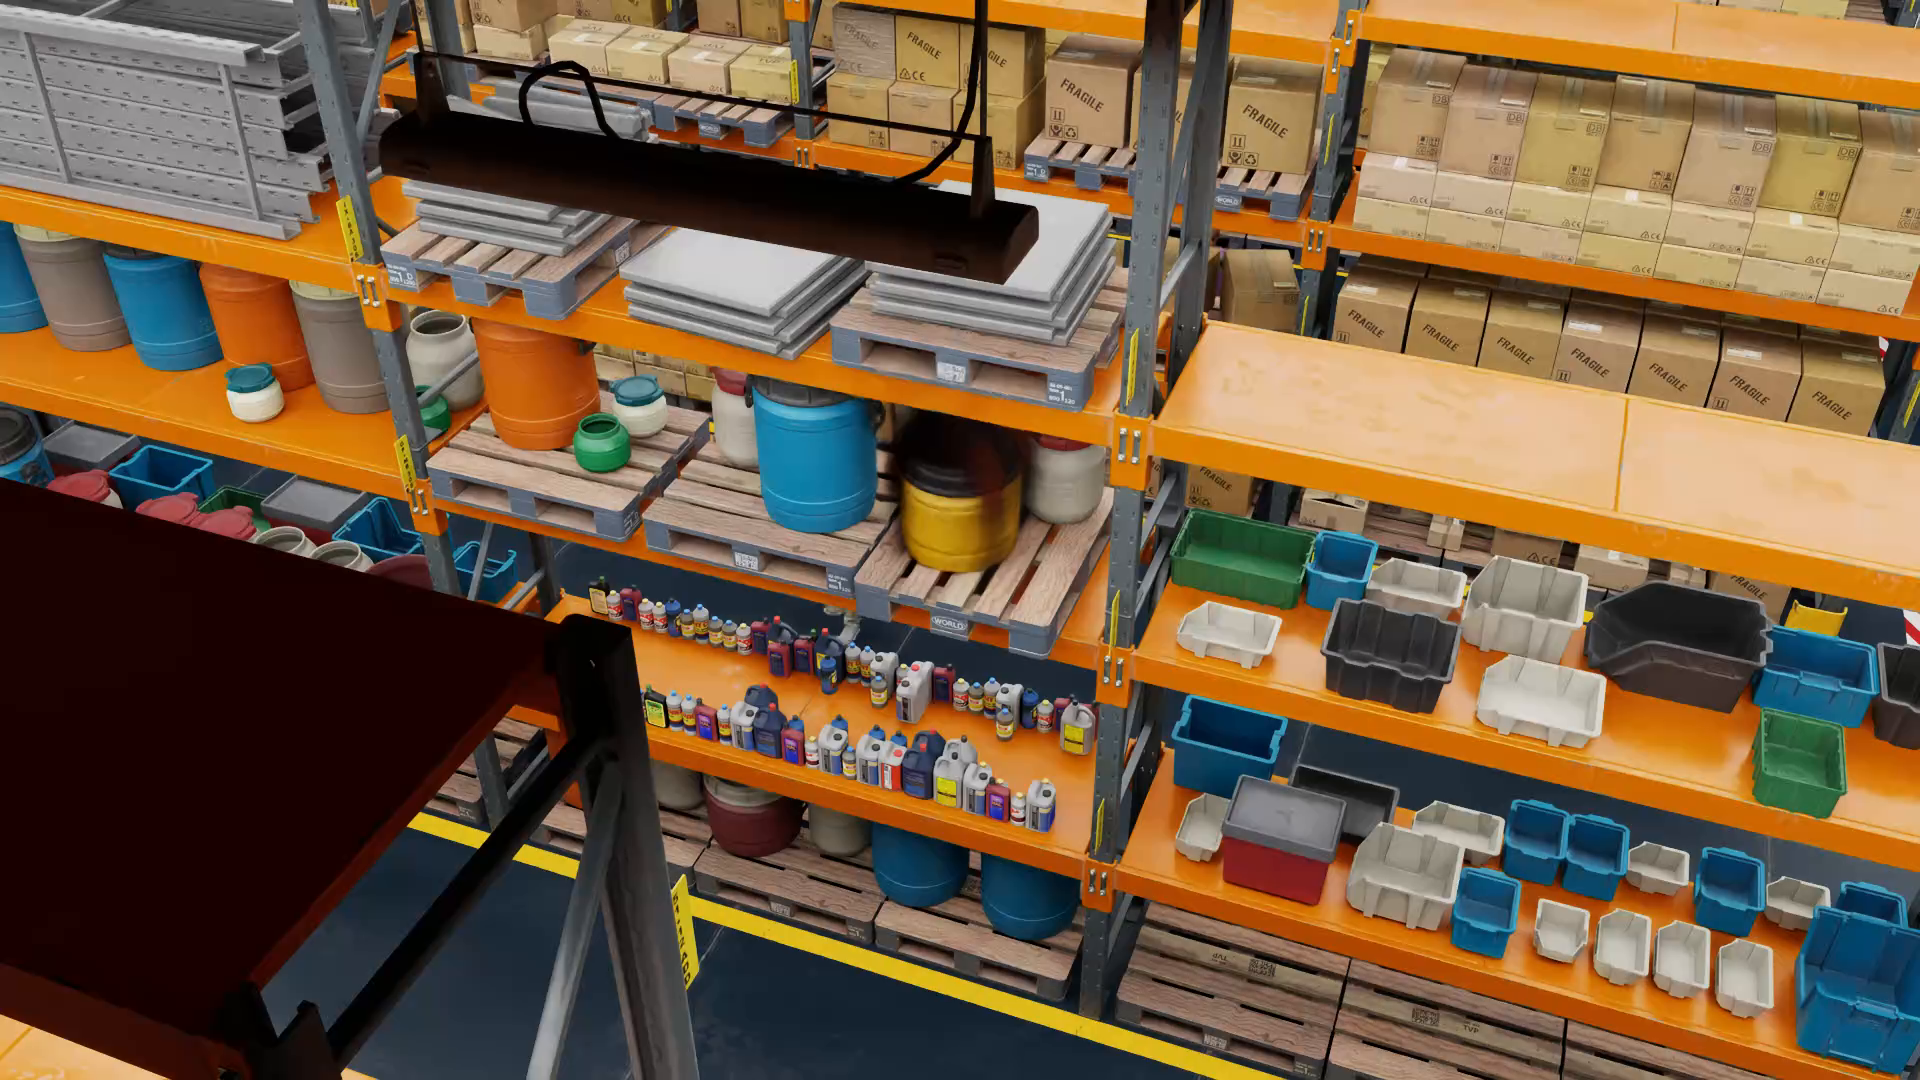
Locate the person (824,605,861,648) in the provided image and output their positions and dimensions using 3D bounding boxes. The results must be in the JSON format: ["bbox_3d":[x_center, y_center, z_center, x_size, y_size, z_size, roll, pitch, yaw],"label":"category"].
[{"bbox_3d":[-0.887,-0.069,11.814,0.535,1.691,0.508,24,43,29],"label":"person"}]

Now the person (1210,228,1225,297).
[{"bbox_3d":[2.237,-2.063,14.877,0.532,1.604,0.580,-25,43,-29],"label":"person"}]
